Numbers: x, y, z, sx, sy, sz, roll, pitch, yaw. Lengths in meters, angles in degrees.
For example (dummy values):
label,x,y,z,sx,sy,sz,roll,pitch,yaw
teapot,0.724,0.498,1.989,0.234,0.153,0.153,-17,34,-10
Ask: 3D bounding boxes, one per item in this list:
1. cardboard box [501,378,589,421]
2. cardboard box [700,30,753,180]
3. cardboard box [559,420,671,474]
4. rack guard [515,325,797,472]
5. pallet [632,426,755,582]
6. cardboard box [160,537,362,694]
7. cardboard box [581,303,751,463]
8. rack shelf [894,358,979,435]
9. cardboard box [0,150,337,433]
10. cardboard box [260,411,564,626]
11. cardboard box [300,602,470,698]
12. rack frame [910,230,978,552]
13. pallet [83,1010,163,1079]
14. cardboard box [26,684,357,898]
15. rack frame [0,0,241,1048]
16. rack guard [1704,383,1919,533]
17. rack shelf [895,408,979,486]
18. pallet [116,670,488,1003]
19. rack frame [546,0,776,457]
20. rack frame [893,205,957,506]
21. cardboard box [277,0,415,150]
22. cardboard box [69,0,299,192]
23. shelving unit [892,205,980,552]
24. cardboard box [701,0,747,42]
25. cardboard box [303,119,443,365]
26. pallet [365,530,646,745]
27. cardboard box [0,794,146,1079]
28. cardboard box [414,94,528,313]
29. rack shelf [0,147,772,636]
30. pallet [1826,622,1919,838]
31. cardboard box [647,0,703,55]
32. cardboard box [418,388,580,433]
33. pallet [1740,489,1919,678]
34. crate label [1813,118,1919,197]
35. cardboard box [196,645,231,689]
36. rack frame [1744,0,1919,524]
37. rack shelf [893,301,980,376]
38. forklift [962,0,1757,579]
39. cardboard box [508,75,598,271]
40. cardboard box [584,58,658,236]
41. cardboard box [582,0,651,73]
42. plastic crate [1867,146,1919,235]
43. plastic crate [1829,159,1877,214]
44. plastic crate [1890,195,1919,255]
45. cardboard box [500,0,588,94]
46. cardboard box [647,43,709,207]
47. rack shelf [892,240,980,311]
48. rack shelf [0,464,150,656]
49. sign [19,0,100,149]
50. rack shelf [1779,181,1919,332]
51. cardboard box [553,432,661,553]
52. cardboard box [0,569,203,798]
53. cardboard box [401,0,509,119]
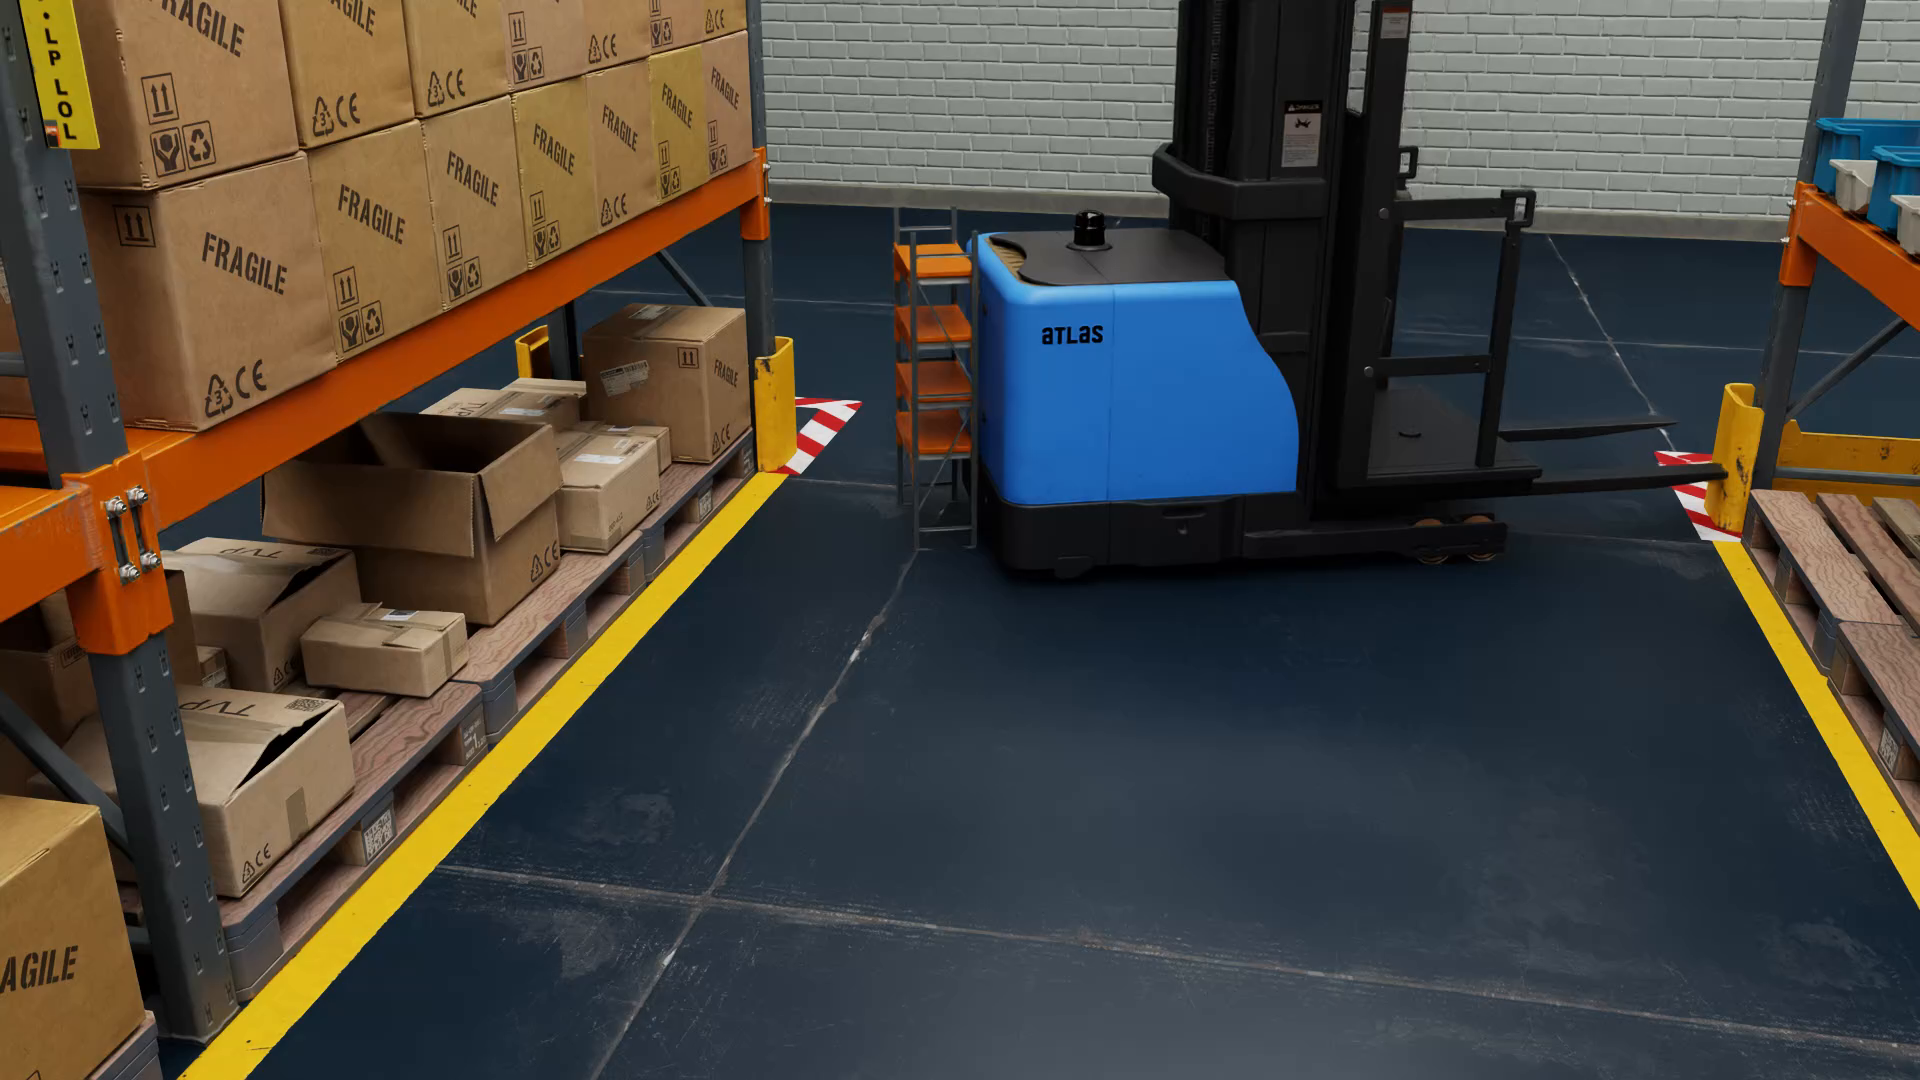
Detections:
label,x,y,z,sx,sy,sz,roll,pitch,yaw
cardboard box,-1.719,-0.566,6.972,0.380,0.149,0.250,4,22,11
cardboard box,-1.122,-1.674,6.360,0.500,0.500,0.500,5,23,13
cardboard box,-1.338,-0.343,6.393,0.380,0.166,0.250,4,22,11
rack guard,-1.313,-0.624,7.235,1.175,0.500,0.348,4,22,11
pallet,-1.474,-0.199,6.565,1.003,0.211,1.213,4,22,11
cardboard box,-2.122,0.190,4.877,0.500,0.311,0.500,4,22,11
cardboard box,-1.167,-0.639,6.681,0.500,0.500,0.500,4,22,11
rack shelf,-0.093,-0.549,6.291,0.258,0.148,0.480,-3,22,-8
cardboard box,-1.743,-0.561,3.597,0.500,0.500,0.500,5,22,12
cardboard box,-1.735,-0.082,5.296,0.797,0.503,0.637,4,22,11
cardboard box,-1.649,0.307,4.779,0.380,0.166,0.250,4,22,11
rack frame,-0.056,-0.522,6.042,0.240,1.200,0.015,-3,22,-8
pallet,-2.242,1.245,2.980,1.003,0.211,1.213,4,22,11
cardboard box,-1.816,0.557,3.965,0.500,0.311,0.500,4,22,11
rack frame,-2.113,-0.349,3.205,1.000,3.000,0.127,4,22,11
rack guard,3.543,-0.283,6.387,1.175,0.500,0.348,4,22,11
rack shelf,-0.093,-0.365,6.365,0.258,0.148,0.480,-3,22,-8
pallet,-1.972,0.694,4.349,1.003,0.211,1.213,4,22,11
rack frame,-1.297,-1.812,6.837,1.000,3.000,0.127,4,22,11
rack frame,-0.131,-0.702,6.490,0.240,1.200,0.015,-3,22,-8
cardboard box,-1.637,-1.199,3.842,0.500,0.500,0.500,4,22,9
cardboard box,-1.742,-1.010,3.374,0.500,0.500,0.500,5,22,12
shelving unit,-0.093,-0.612,6.266,0.258,1.200,0.503,-3,22,-8
cardboard box,-1.119,-2.138,6.175,0.500,0.500,0.500,4,22,10
cardboard box,-1.641,-0.748,4.063,0.500,0.500,0.500,5,22,12
pallet,-1.726,0.246,5.460,1.003,0.211,1.213,4,22,11
cardboard box,-1.934,0.809,3.087,0.500,0.500,0.500,4,22,11
cardboard box,-1.537,-0.931,4.517,0.500,0.500,0.500,4,22,11
rack shelf,-1.705,-0.747,5.155,1.077,0.370,4.000,4,22,11
pallet,3.094,0.604,4.571,1.003,0.211,1.213,4,22,11
cardboard box,-1.221,-1.953,5.716,0.500,0.500,0.500,5,22,12
cardboard box,-1.788,-0.380,6.374,0.500,0.250,0.500,4,22,11
pallet,3.345,0.159,5.675,1.003,0.211,1.213,4,22,11
crate label,3.178,-1.318,5.754,0.416,0.233,0.303,4,22,11
cardboard box,-2.257,0.398,4.578,0.380,0.149,0.250,4,22,11
rack frame,3.551,-1.433,5.896,1.000,3.000,0.127,4,22,11
rack shelf,-0.093,-0.757,6.207,0.258,0.148,0.480,-3,22,-8
forklift,1.571,-1.461,6.057,3.031,2.935,1.130,-3,22,-8
cardboard box,-1.435,-1.117,4.979,0.500,0.500,0.500,4,22,10
cardboard box,-1.332,-1.301,5.436,0.500,0.500,0.500,5,22,11
cardboard box,-1.322,-1.763,5.245,0.500,0.500,0.500,5,22,12
plastic crate,3.044,-1.077,5.156,0.416,0.233,0.300,4,22,11
plastic crate,3.032,-1.162,5.496,0.250,0.136,0.298,4,22,11
plastic crate,2.894,-0.914,4.880,0.250,0.136,0.298,4,22,11
cardboard box,-1.427,-1.576,4.778,0.500,0.500,0.500,5,23,13
cardboard box,-1.225,-1.484,5.888,0.500,0.500,0.500,5,22,11
rack shelf,-0.094,-0.976,6.119,0.258,0.148,0.480,-3,22,-8
rack shelf,-2.522,0.716,1.523,1.077,0.370,4.000,4,22,11
sign,-1.569,-0.845,2.886,0.100,0.325,0.005,4,22,11
rack shelf,3.143,-0.368,4.214,1.077,0.370,4.000,4,22,11
cardboard box,-1.390,-0.178,5.871,0.500,0.250,0.500,4,22,11
cardboard box,-2.275,0.377,4.160,0.500,0.500,0.500,4,22,11
cardboard box,-1.532,-1.387,4.309,0.500,0.500,0.500,4,22,9
